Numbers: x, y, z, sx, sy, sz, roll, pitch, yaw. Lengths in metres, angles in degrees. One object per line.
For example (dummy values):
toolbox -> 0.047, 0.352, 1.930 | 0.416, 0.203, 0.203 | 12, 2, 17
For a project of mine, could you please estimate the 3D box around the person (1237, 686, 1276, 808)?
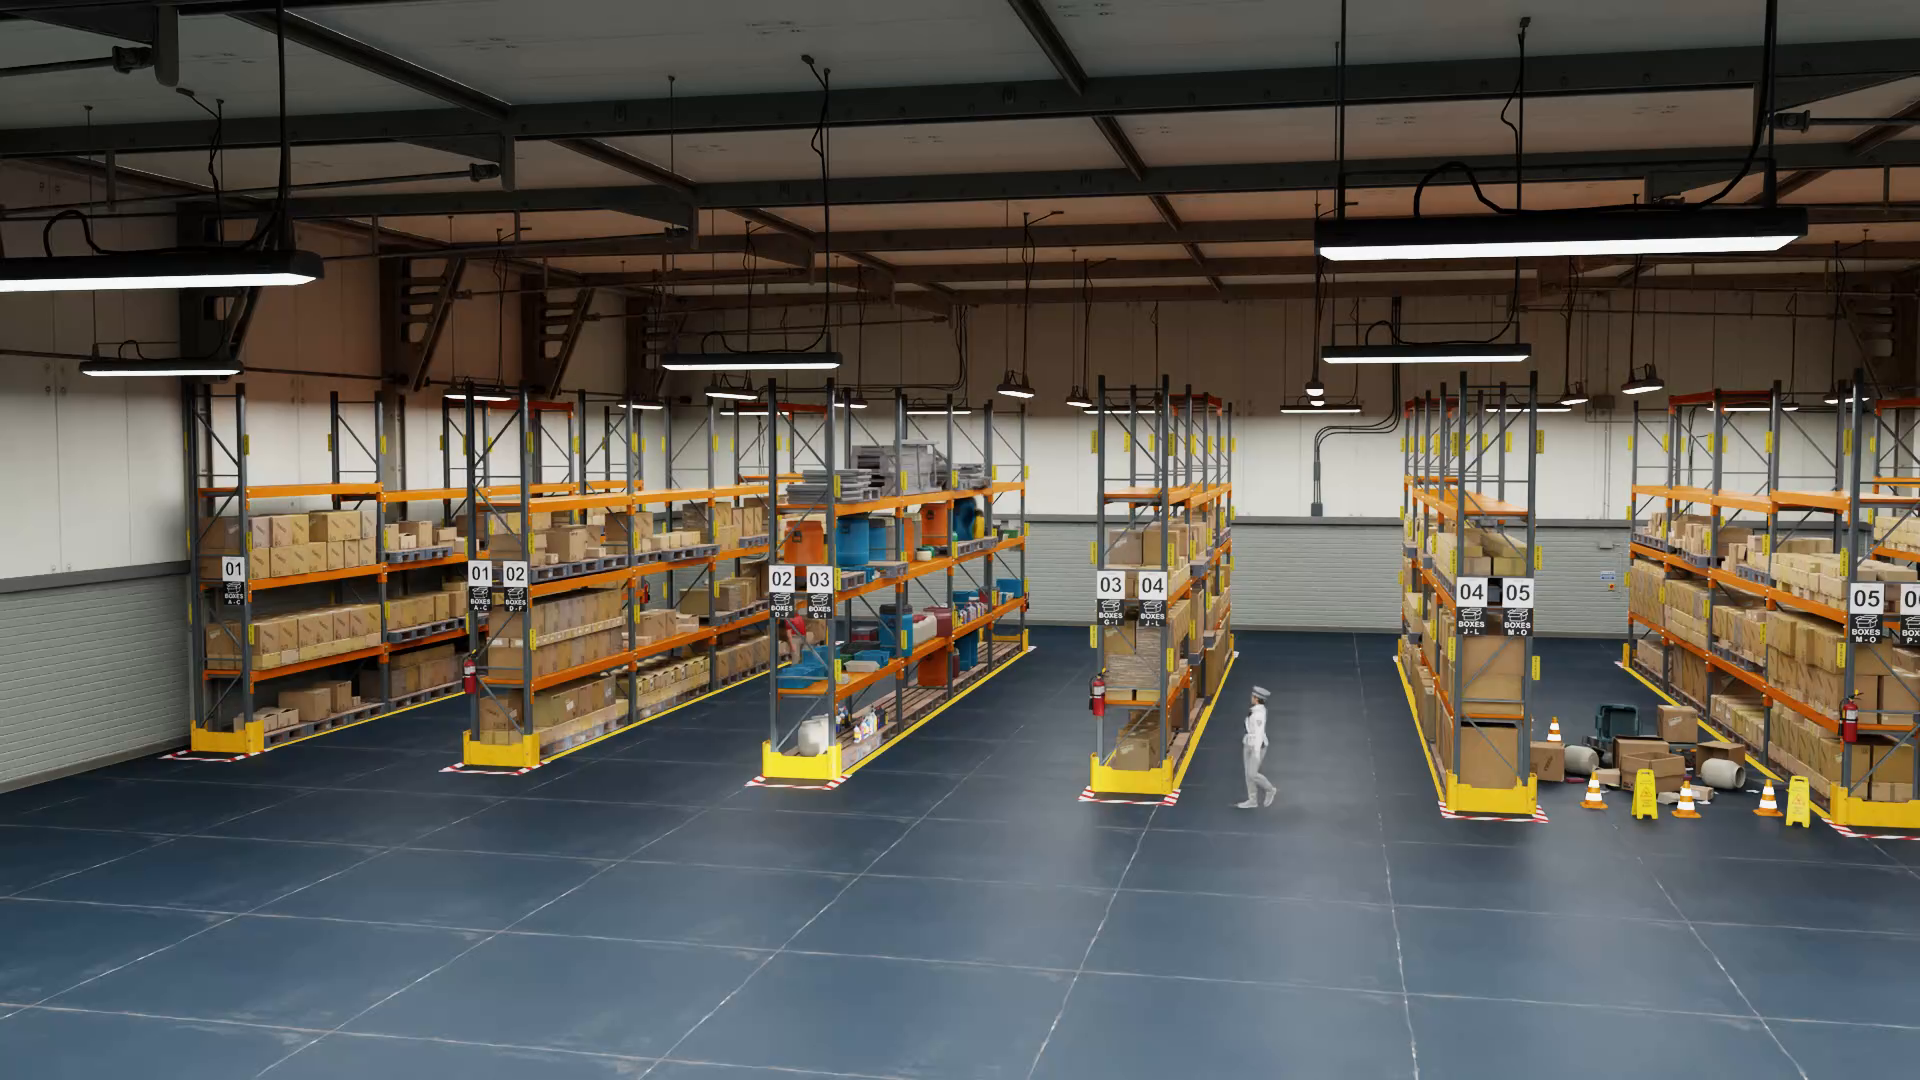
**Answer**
person -> 4.073, 2.842, 22.779 | 0.462, 1.682, 0.465 | -2, 4, -26

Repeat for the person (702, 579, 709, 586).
person -> -6.225, 1.799, 41.318 | 0.502, 1.689, 0.469 | 1, 4, 23

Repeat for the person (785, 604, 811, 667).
person -> -3.384, 2.188, 34.900 | 0.497, 1.769, 0.615 | 2, 4, 37
